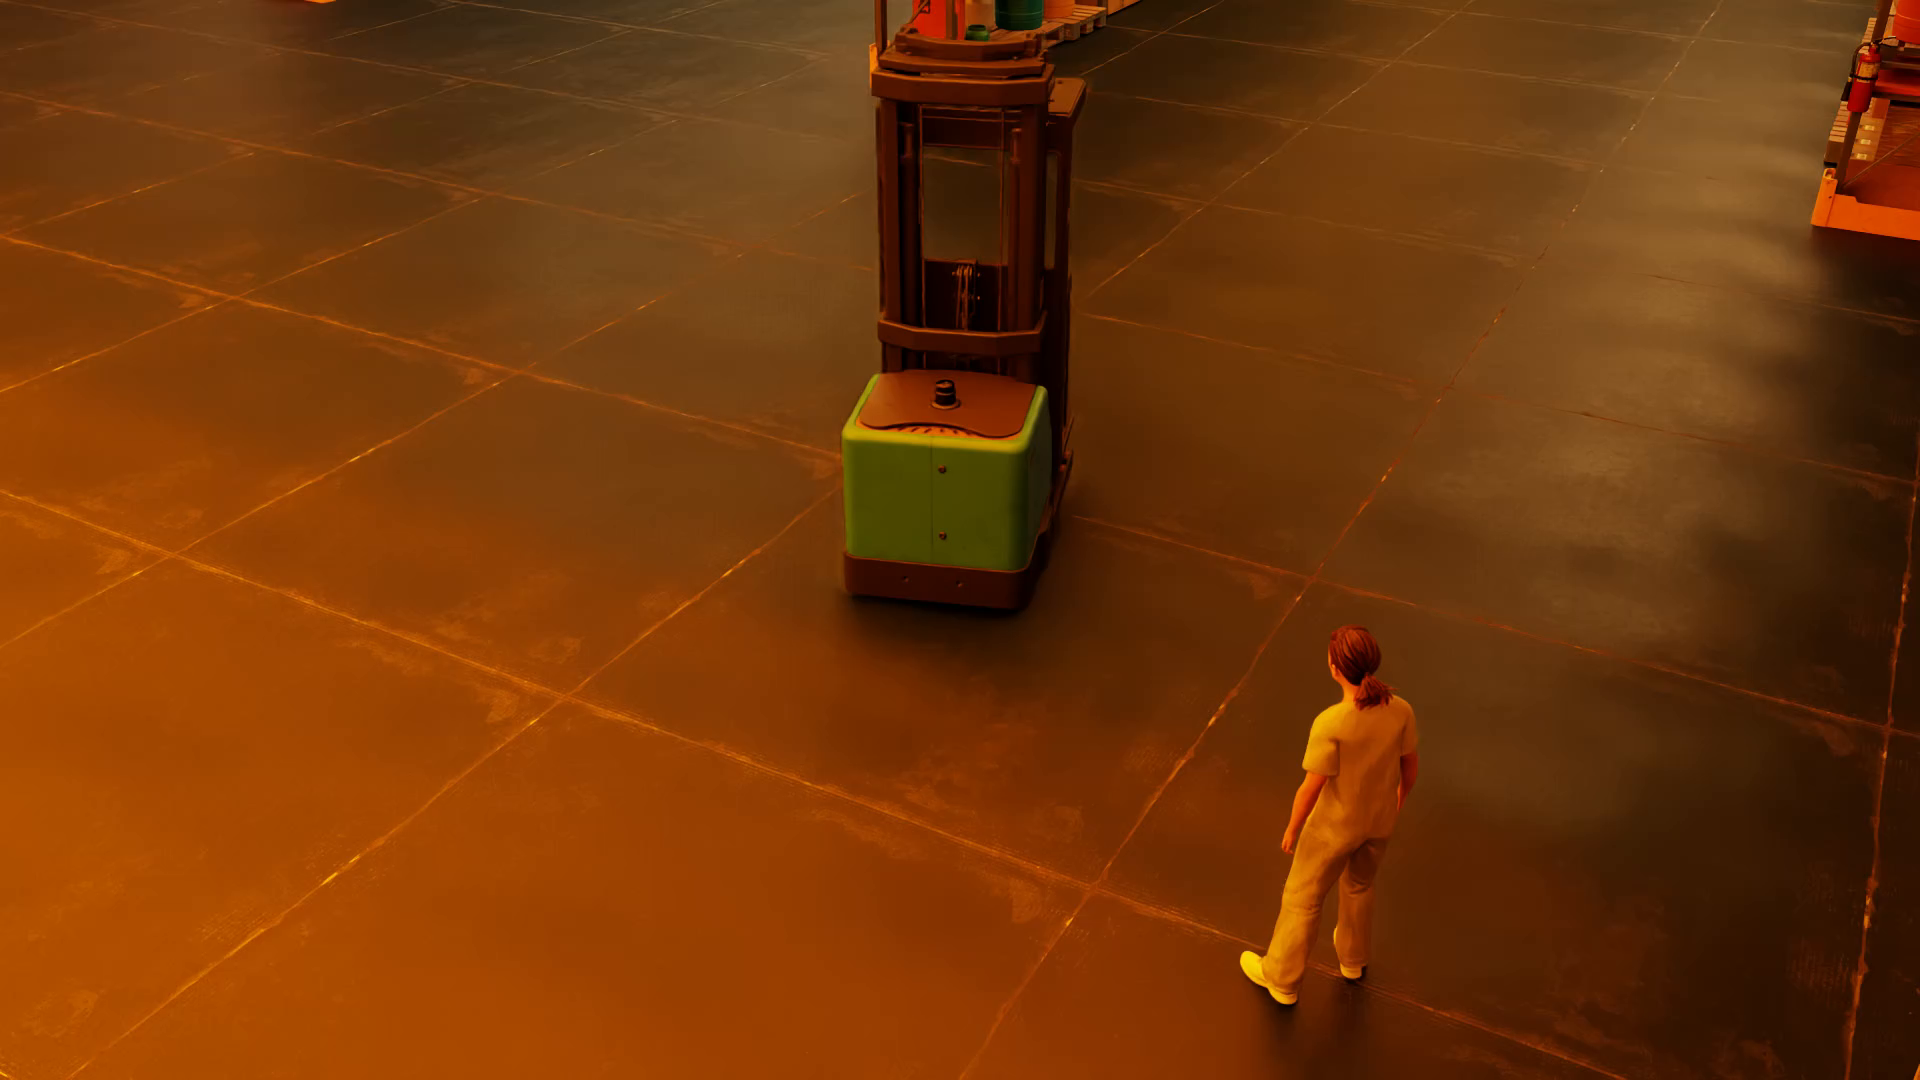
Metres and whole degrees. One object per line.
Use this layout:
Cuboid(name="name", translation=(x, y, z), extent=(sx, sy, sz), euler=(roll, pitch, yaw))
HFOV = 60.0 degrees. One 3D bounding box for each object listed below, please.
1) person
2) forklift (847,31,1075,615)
Cuboid(name="person", translation=(1.475, 1.067, 6.481), extent=(0.572, 1.680, 0.400), euler=(-10, 31, -16))
Cuboid(name="forklift", translation=(0.072, -1.572, 9.794), extent=(1.130, 2.935, 3.031), euler=(3, 30, 6))
